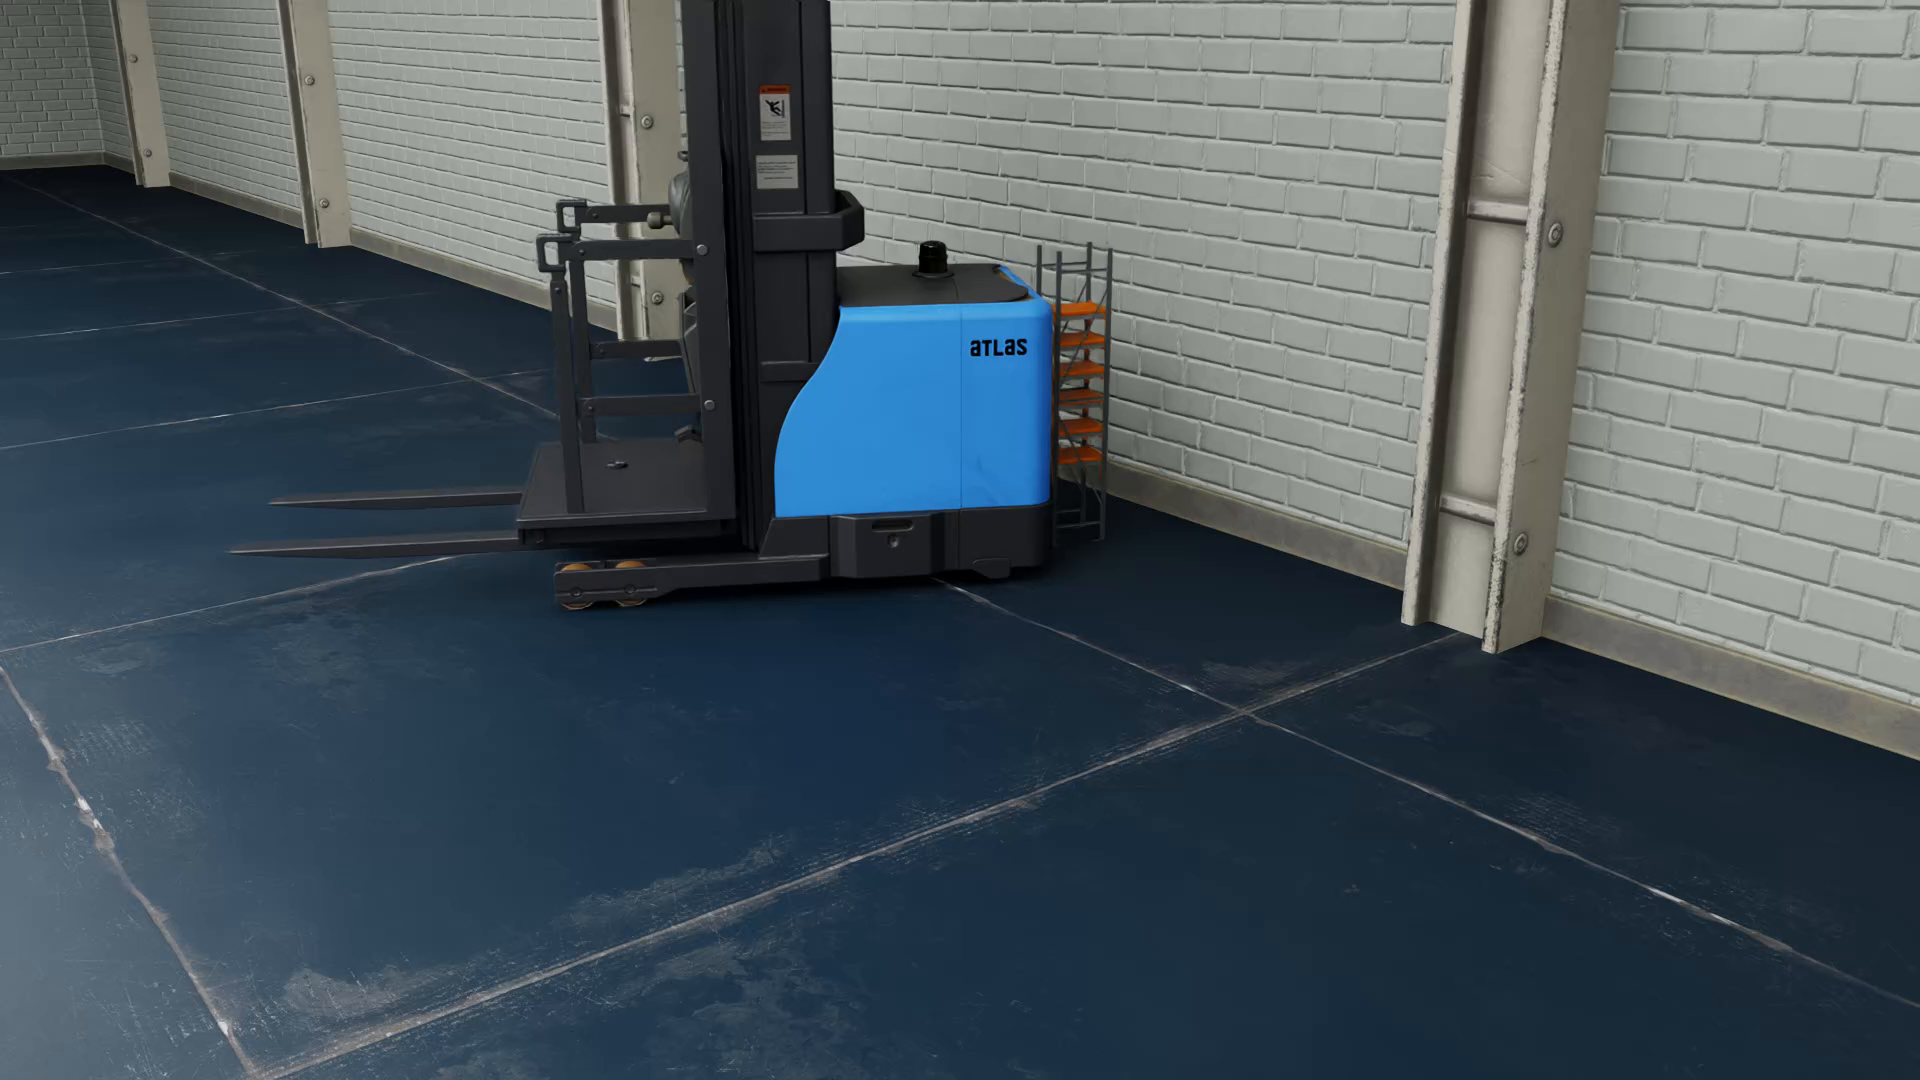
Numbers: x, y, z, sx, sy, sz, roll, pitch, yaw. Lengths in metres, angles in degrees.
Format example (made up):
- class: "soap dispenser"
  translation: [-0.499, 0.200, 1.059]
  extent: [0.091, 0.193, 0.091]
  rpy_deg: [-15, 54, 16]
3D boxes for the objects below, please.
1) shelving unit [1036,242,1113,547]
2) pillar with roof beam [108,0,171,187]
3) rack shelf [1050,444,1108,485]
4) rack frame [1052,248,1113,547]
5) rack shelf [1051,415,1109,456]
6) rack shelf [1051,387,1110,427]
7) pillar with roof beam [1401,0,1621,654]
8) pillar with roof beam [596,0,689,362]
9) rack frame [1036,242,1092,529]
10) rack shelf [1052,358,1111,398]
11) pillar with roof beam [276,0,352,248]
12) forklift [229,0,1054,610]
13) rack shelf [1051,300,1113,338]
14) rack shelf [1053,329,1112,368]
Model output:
- class: "shelving unit"
  translation: [0.450, -0.581, 6.708]
  extent: [0.258, 1.200, 0.189]
  rpy_deg: [-7, 20, -21]
- class: "pillar with roof beam"
  translation: [-12.726, -7.555, 15.364]
  extent: [9.100, 9.000, 0.400]
  rpy_deg: [-14, 23, -36]
- class: "rack shelf"
  translation: [0.450, -0.311, 6.797]
  extent: [0.258, 0.103, 0.180]
  rpy_deg: [-7, 20, -21]
- class: "rack frame"
  translation: [0.484, -0.554, 6.627]
  extent: [0.240, 1.200, 0.006]
  rpy_deg: [-7, 20, -21]
- class: "rack shelf"
  translation: [0.450, -0.425, 6.760]
  extent: [0.258, 0.103, 0.180]
  rpy_deg: [-7, 20, -21]
- class: "rack shelf"
  translation: [0.450, -0.539, 6.722]
  extent: [0.258, 0.103, 0.180]
  rpy_deg: [-7, 20, -21]
- class: "pillar with roof beam"
  translation: [-1.550, -3.120, 1.969]
  extent: [9.100, 9.000, 0.400]
  rpy_deg: [-14, 23, -36]
- class: "pillar with roof beam"
  translation: [-5.275, -4.598, 6.434]
  extent: [9.100, 9.000, 0.400]
  rpy_deg: [-14, 23, -36]
- class: "rack frame"
  translation: [0.416, -0.608, 6.788]
  extent: [0.240, 1.200, 0.006]
  rpy_deg: [-7, 20, -21]
- class: "rack shelf"
  translation: [0.450, -0.653, 6.684]
  extent: [0.258, 0.103, 0.180]
  rpy_deg: [-7, 20, -21]
- class: "pillar with roof beam"
  translation: [-9.001, -6.077, 10.899]
  extent: [9.100, 9.000, 0.400]
  rpy_deg: [-14, 23, -36]
- class: "forklift"
  translation: [-1.206, -1.314, 6.169]
  extent: [3.031, 2.935, 1.130]
  rpy_deg: [-3, 19, -9]
- class: "rack shelf"
  translation: [0.450, -0.880, 6.609]
  extent: [0.258, 0.103, 0.180]
  rpy_deg: [-7, 20, -21]
- class: "rack shelf"
  translation: [0.450, -0.767, 6.646]
  extent: [0.258, 0.103, 0.180]
  rpy_deg: [-7, 20, -21]
